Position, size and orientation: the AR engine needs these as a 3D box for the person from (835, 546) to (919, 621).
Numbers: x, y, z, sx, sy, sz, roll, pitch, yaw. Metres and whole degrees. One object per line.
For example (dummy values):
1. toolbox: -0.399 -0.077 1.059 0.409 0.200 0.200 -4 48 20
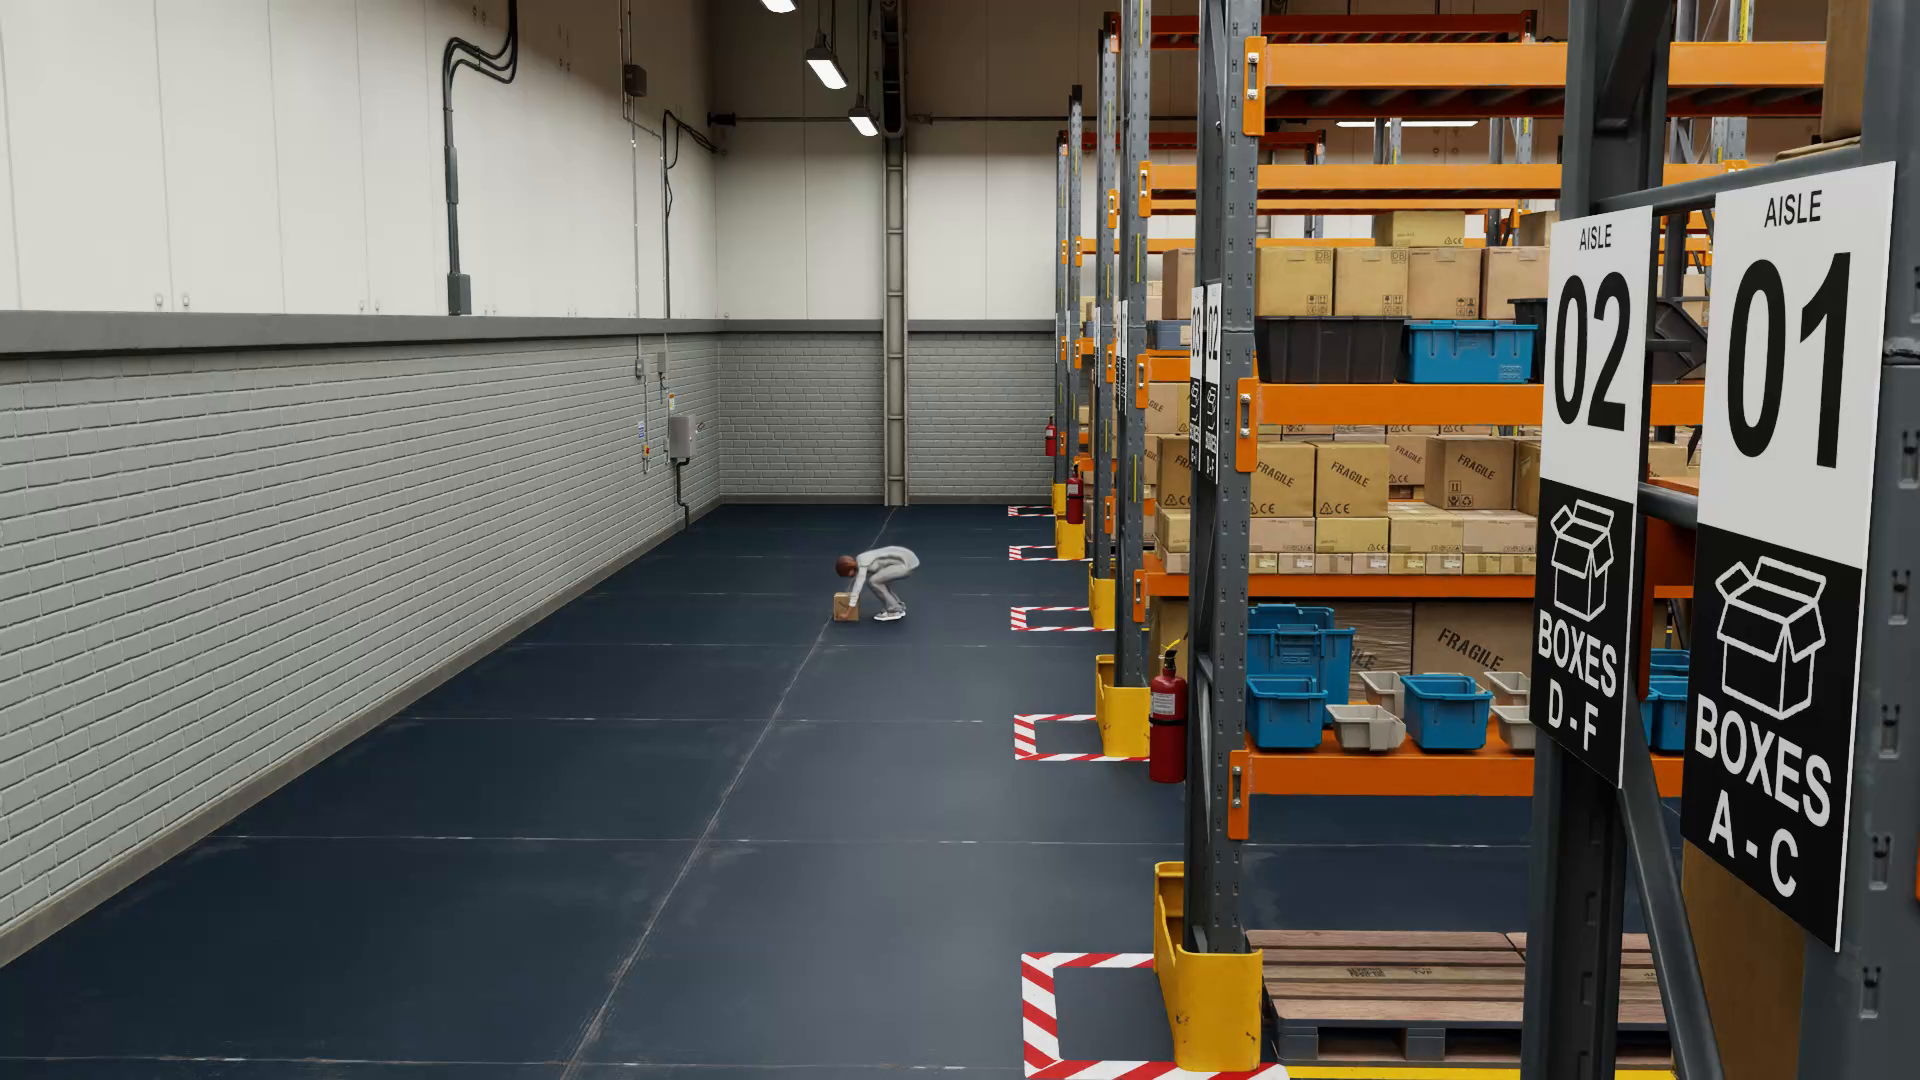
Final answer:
1. person: -0.852 0.451 17.194 0.871 0.779 0.422 0 7 -1
